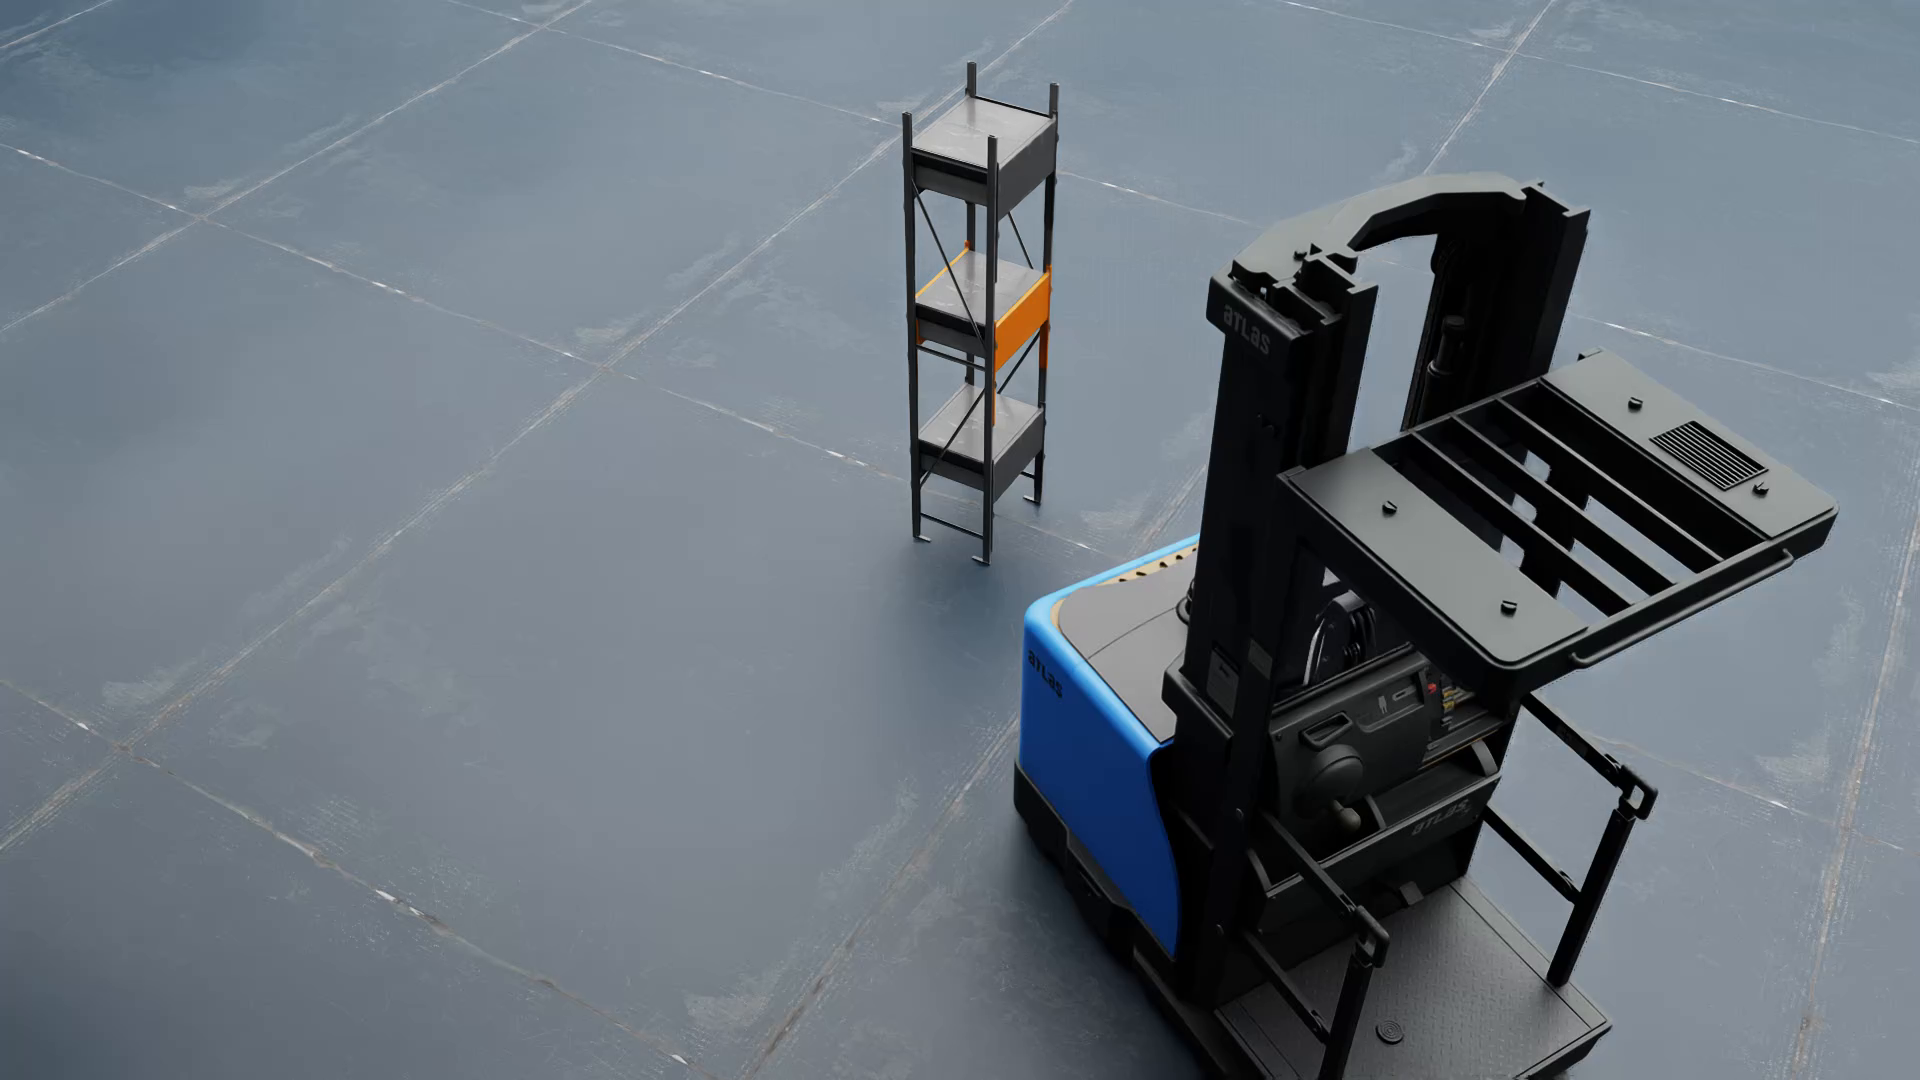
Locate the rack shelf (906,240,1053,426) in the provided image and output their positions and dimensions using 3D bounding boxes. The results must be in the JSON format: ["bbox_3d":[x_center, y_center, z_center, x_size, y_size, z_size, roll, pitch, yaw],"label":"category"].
[{"bbox_3d":[0.083,-0.872,6.988,0.431,0.518,0.480,21,45,22],"label":"rack shelf"}]

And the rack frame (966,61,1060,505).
[{"bbox_3d":[0.205,-1.022,7.138,0.400,2.100,0.015,21,45,22],"label":"rack frame"}]

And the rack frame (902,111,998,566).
[{"bbox_3d":[-0.039,-0.743,6.821,0.400,2.100,0.015,21,45,22],"label":"rack frame"}]

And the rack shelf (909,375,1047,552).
[{"bbox_3d":[0.083,-0.347,7.451,0.431,0.518,0.480,21,45,22],"label":"rack shelf"}]

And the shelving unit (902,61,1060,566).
[{"bbox_3d":[0.083,-0.883,6.979,0.431,2.100,0.503,21,45,22],"label":"shelving unit"}]

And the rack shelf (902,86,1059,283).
[{"bbox_3d":[0.083,-1.398,6.526,0.431,0.518,0.480,21,45,22],"label":"rack shelf"}]

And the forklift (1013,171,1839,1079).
[{"bbox_3d":[1.378,0.609,4.656,1.130,2.935,3.031,-21,46,-22],"label":"forklift"}]
